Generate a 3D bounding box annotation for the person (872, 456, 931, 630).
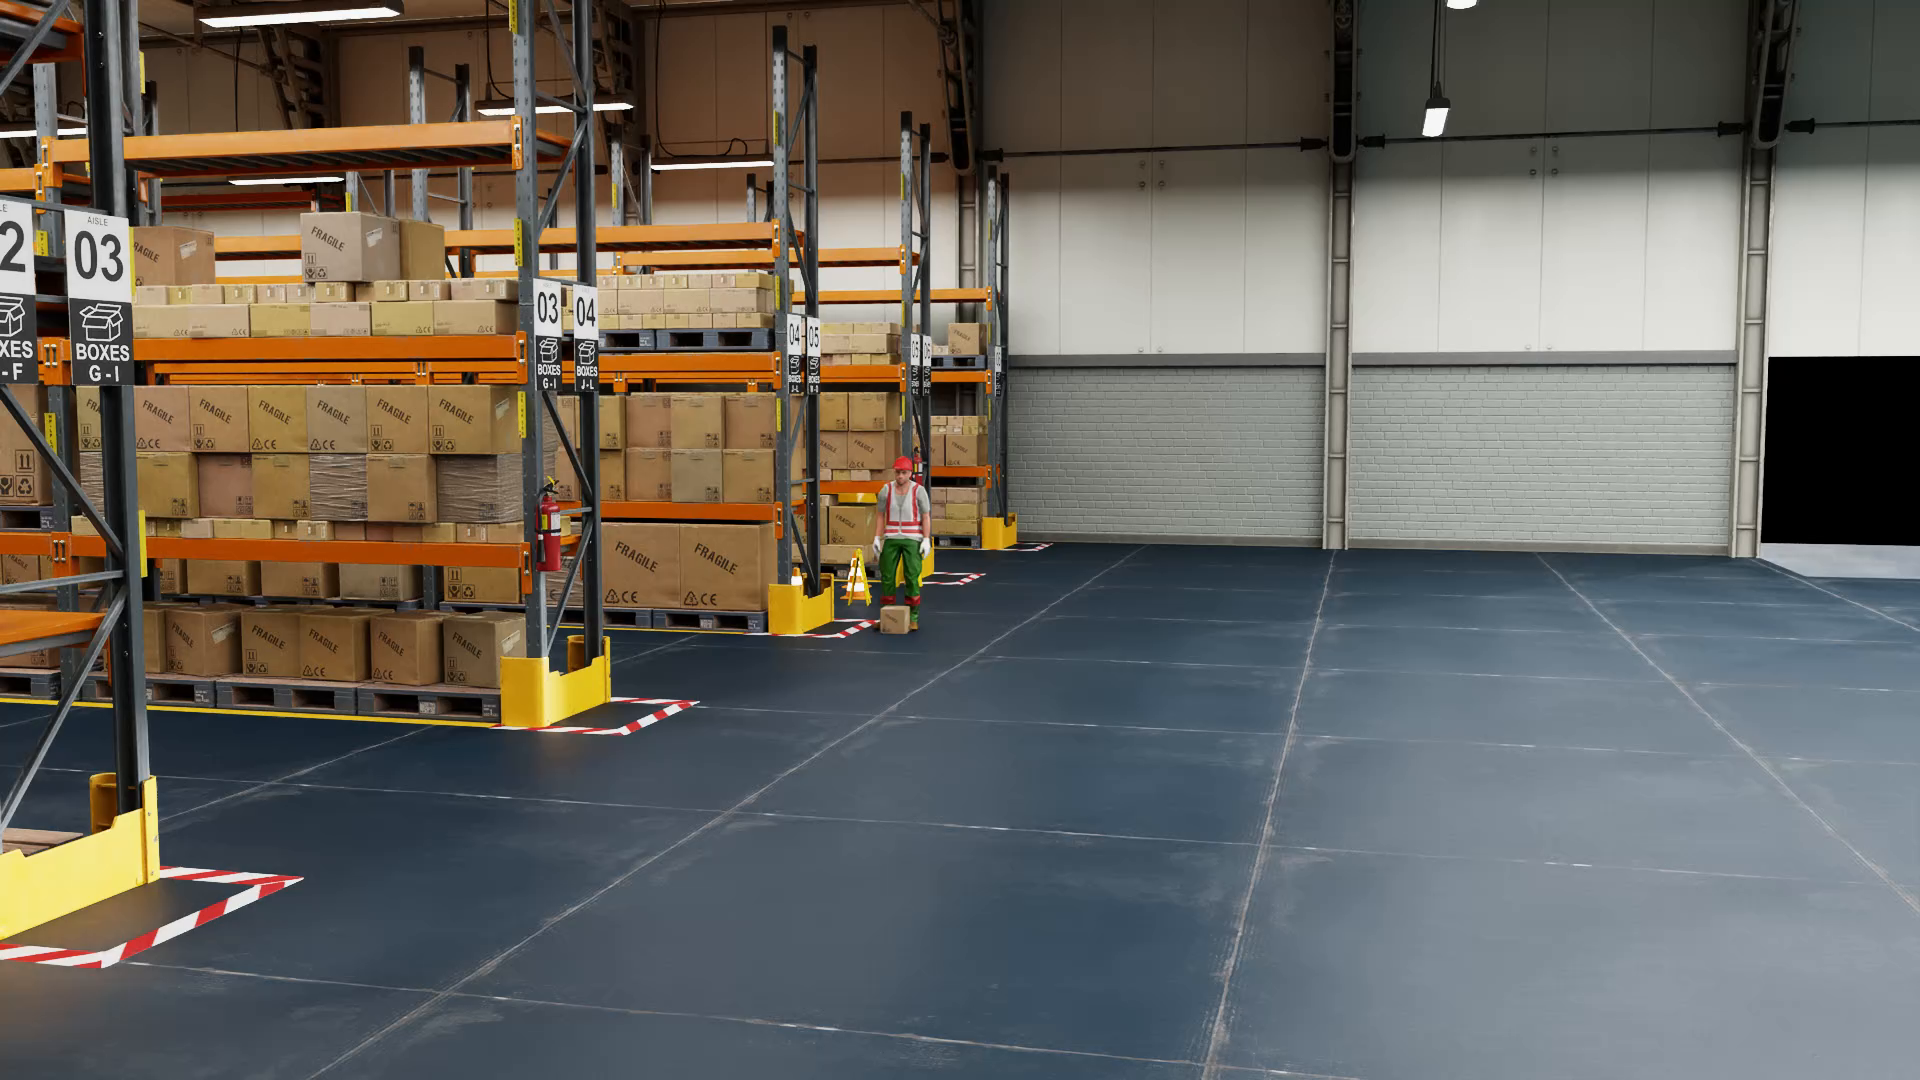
[{"bbox_3d":[-0.597,0.031,17.008,0.610,1.777,0.451,1,5,10],"label":"person"}]
